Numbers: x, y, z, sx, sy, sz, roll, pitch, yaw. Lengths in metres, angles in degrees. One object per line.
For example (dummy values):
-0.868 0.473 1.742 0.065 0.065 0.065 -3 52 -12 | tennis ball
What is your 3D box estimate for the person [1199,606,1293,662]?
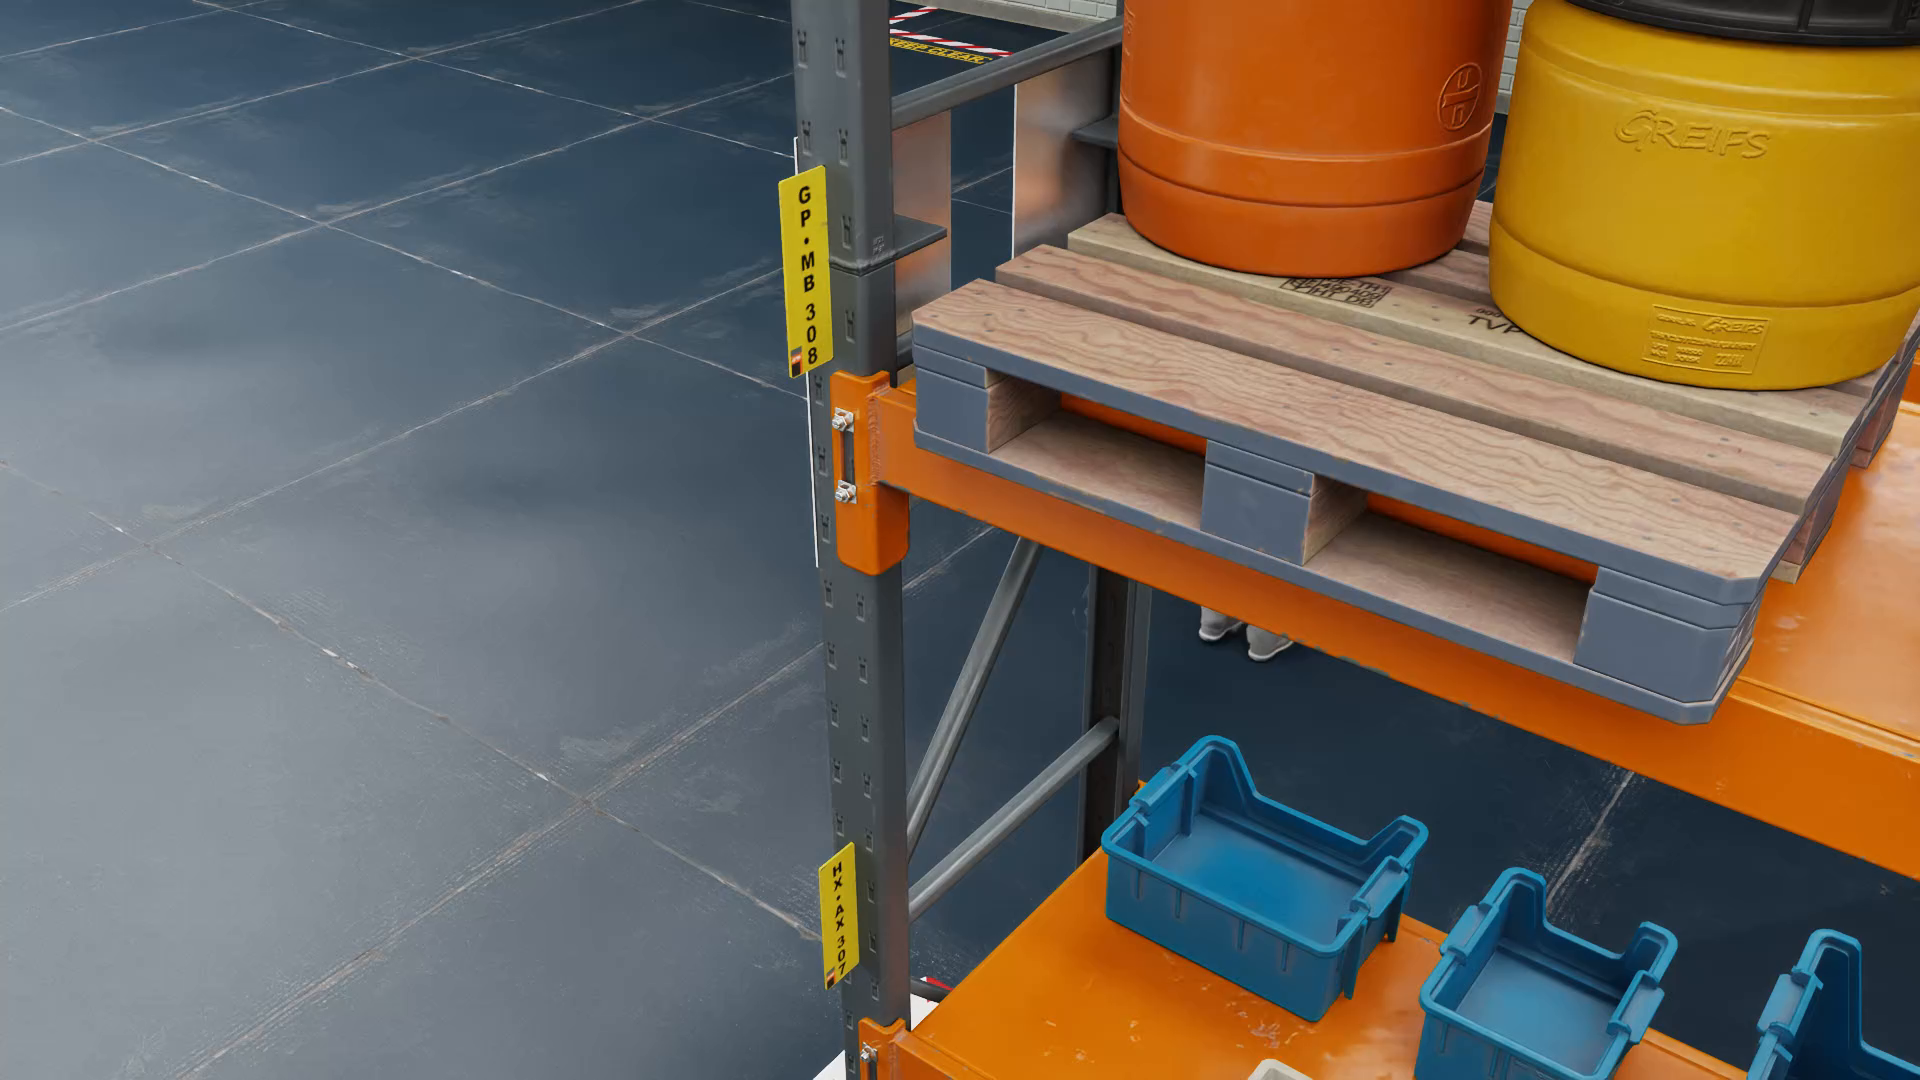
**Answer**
1.186 -0.291 6.635 0.433 1.652 0.338 22 38 32 | person
